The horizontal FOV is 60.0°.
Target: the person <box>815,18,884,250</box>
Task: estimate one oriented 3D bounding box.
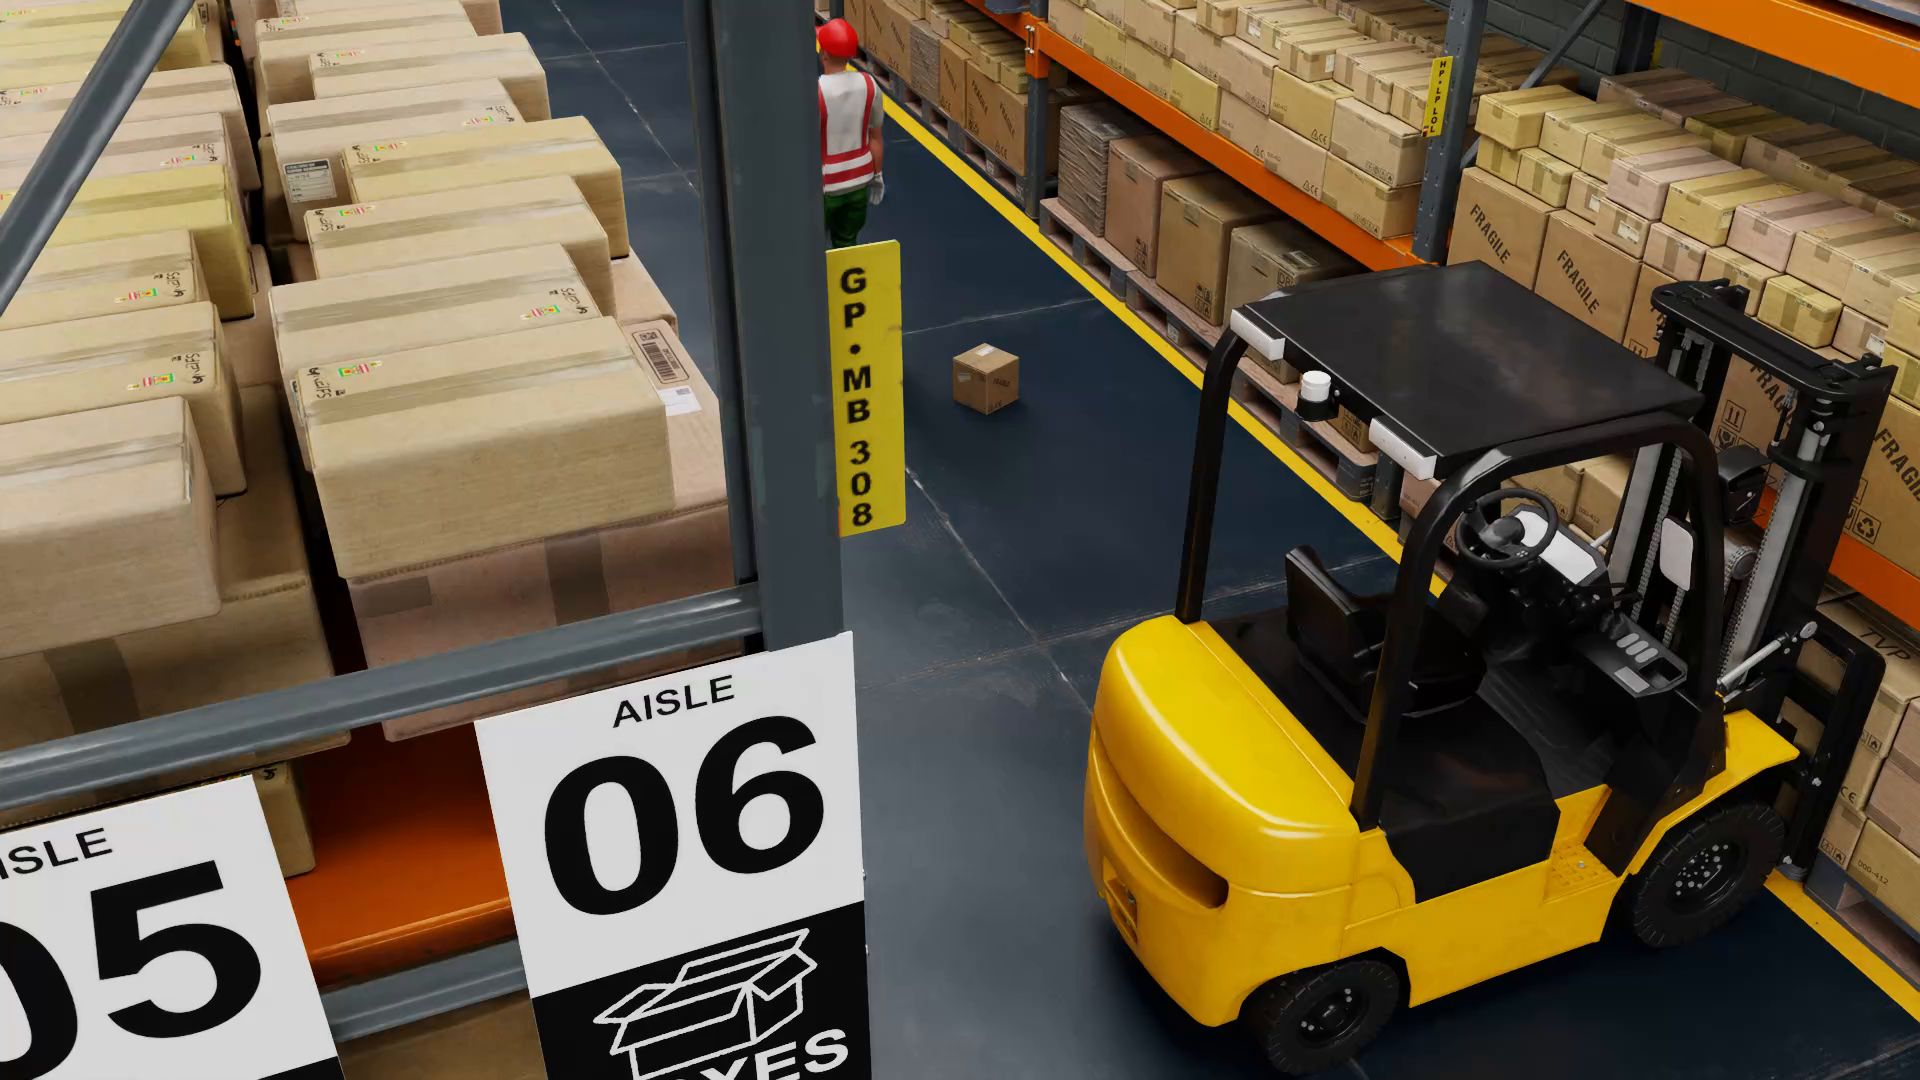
[{"bbox_3d":[-0.651,-1.934,9.041,0.557,1.777,0.625,-17,37,-25],"label":"person"}]
